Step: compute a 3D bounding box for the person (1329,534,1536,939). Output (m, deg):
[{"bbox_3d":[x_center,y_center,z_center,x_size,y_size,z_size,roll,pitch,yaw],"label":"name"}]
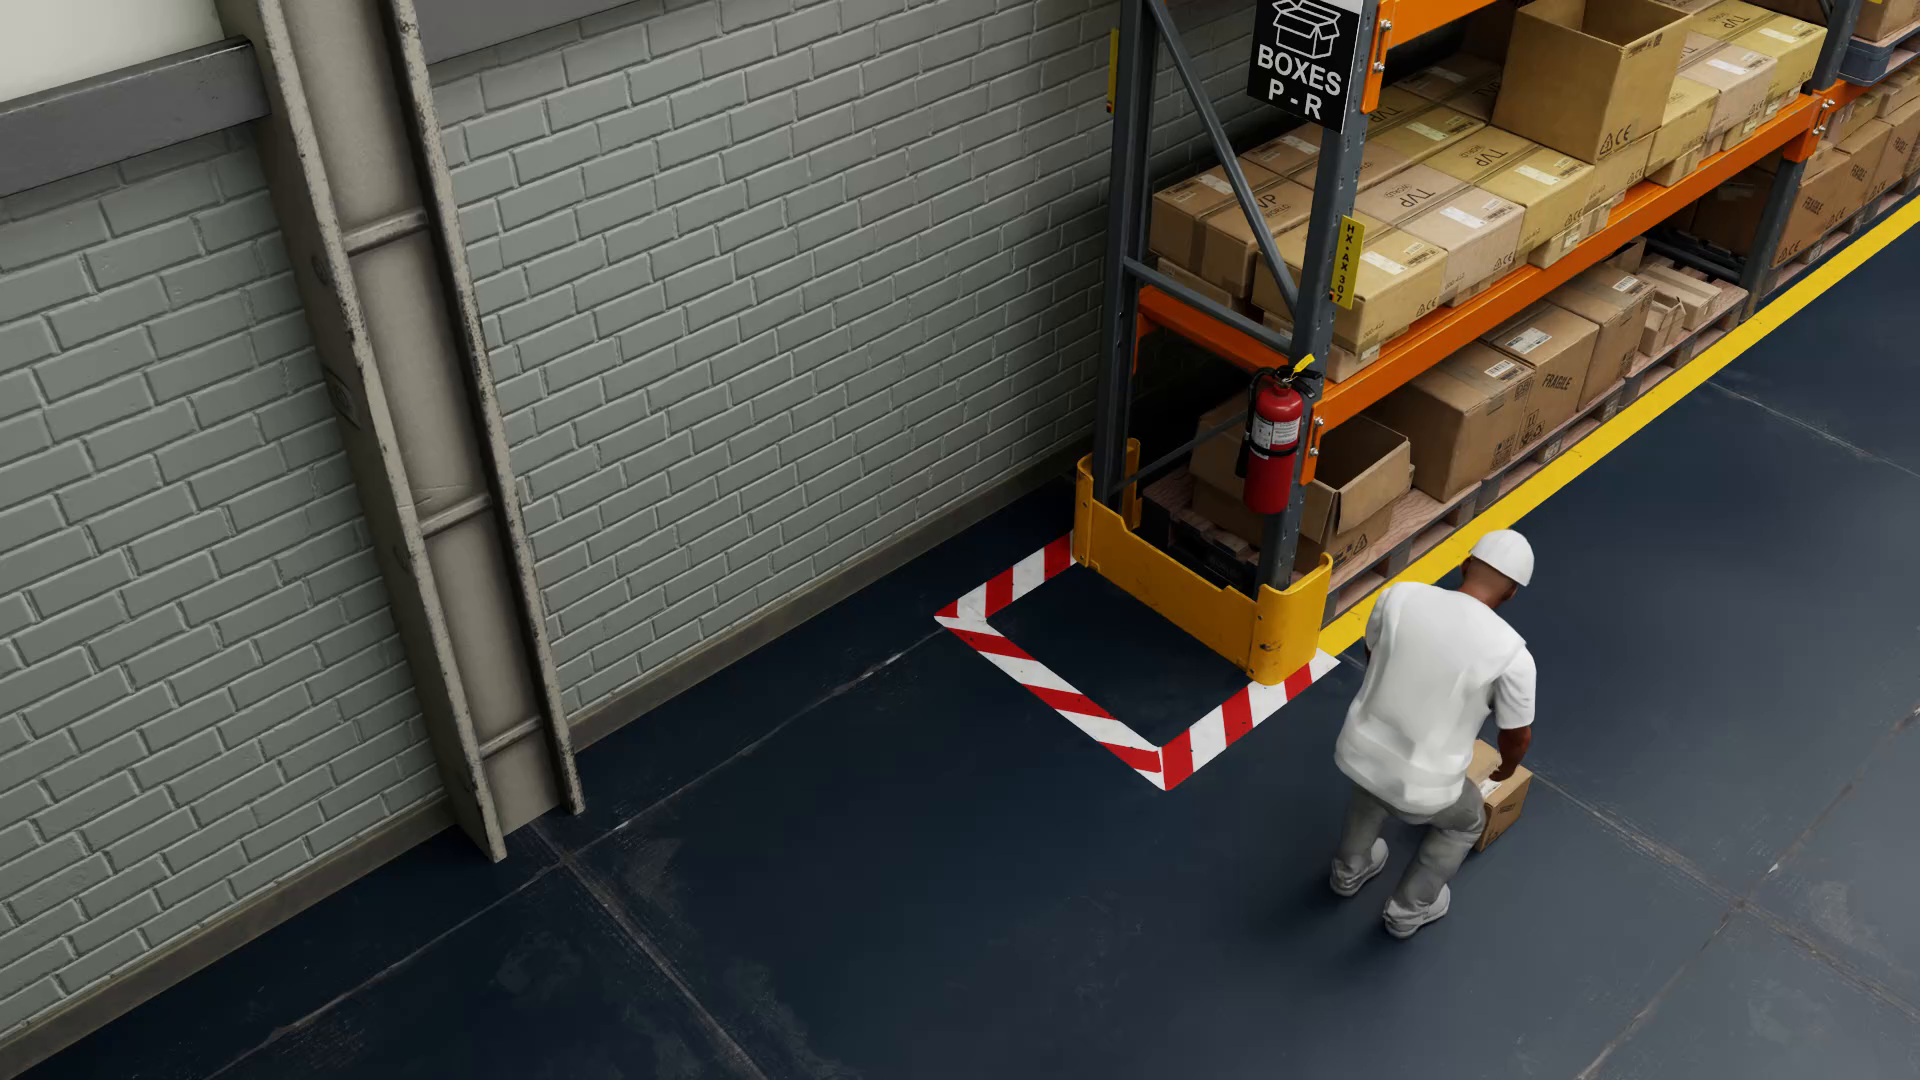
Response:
[{"bbox_3d":[1.552,0.663,5.575,0.728,1.462,0.630,-30,48,-31],"label":"person"}]
